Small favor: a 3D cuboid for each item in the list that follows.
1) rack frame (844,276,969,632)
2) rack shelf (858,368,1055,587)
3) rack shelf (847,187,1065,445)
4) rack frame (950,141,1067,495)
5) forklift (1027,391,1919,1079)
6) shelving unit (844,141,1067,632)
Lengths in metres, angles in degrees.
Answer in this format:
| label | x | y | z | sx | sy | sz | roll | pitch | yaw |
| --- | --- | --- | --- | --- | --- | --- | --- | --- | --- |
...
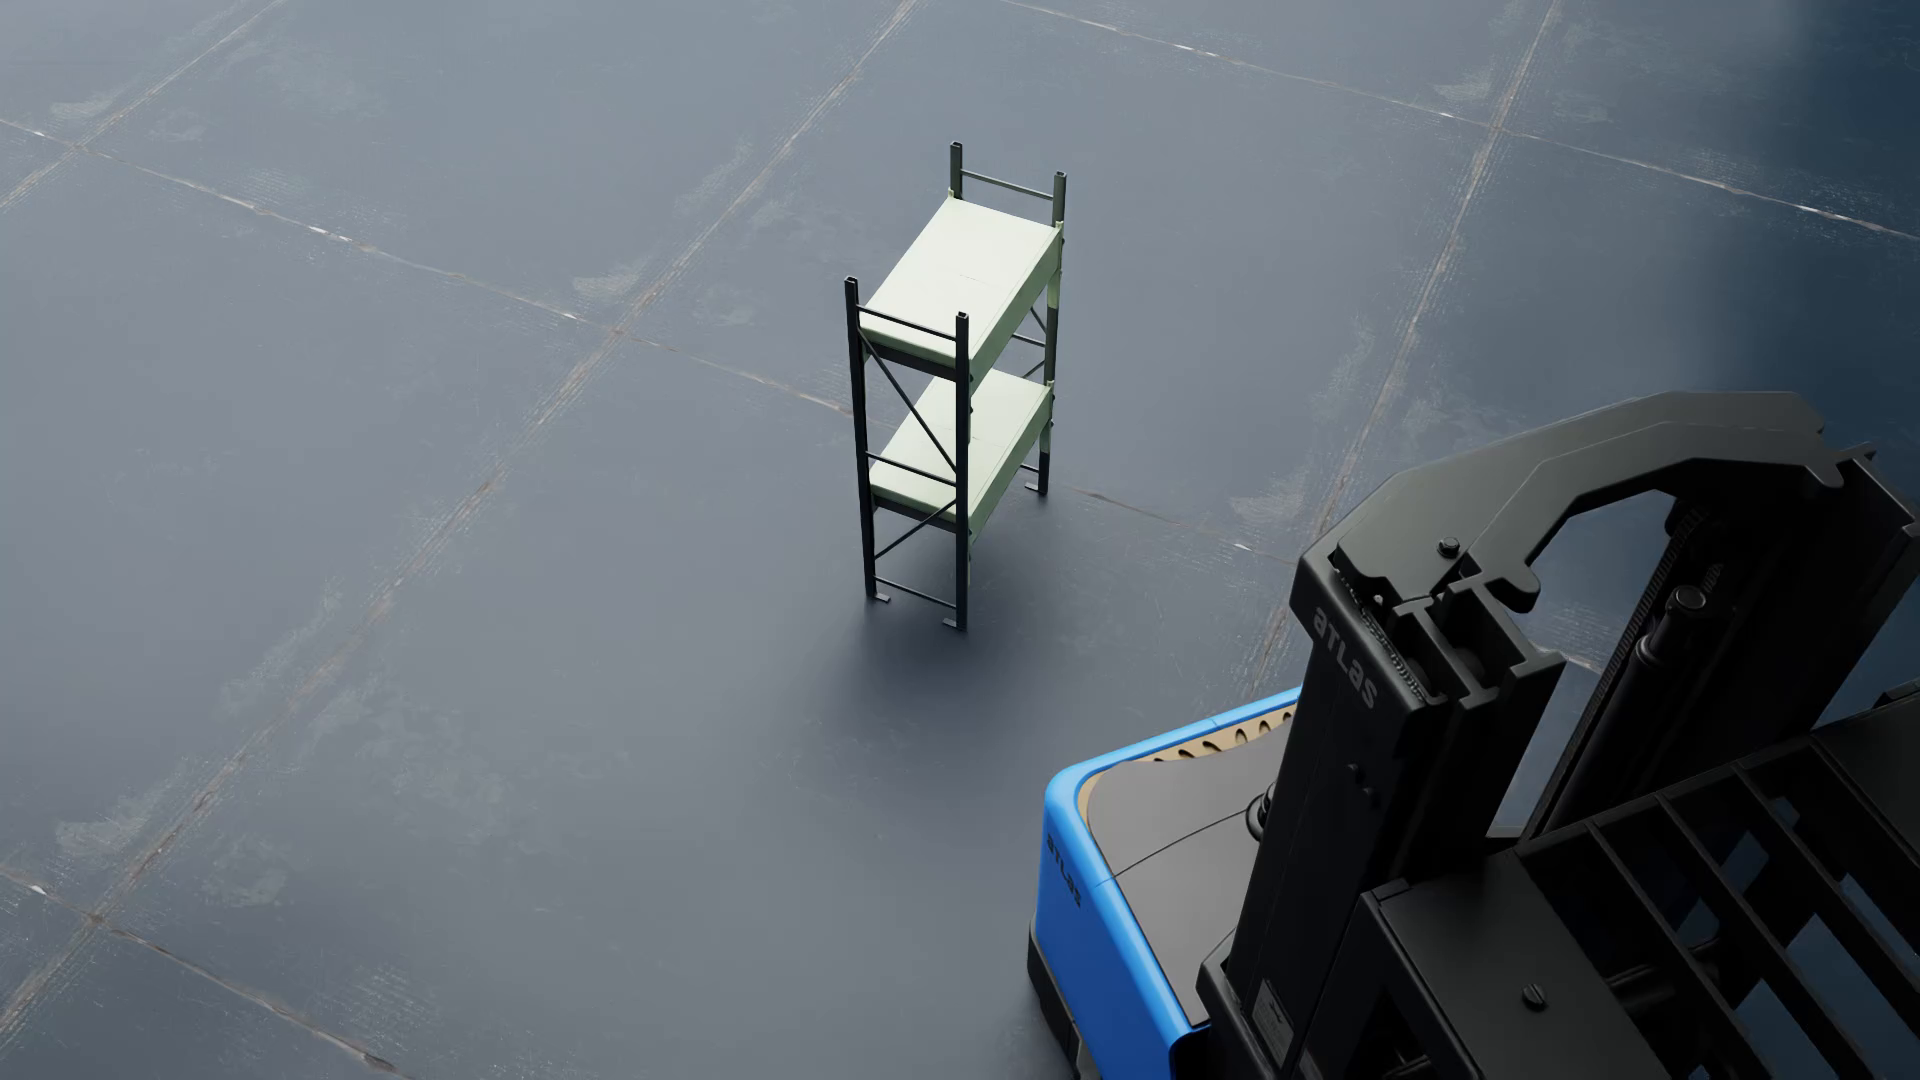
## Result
| label | x | y | z | sx | sy | sz | roll | pitch | yaw |
| --- | --- | --- | --- | --- | --- | --- | --- | --- | --- |
| rack frame | -0.159 | -0.229 | 5.460 | 0.400 | 1.500 | 0.023 | 20 | 52 | 16 |
| rack shelf | -0.003 | -0.270 | 5.923 | 0.431 | 0.370 | 0.720 | 20 | 52 | 16 |
| rack shelf | -0.003 | -0.734 | 5.378 | 0.431 | 0.370 | 0.720 | 20 | 52 | 16 |
| rack frame | 0.154 | -0.733 | 5.889 | 0.400 | 1.500 | 0.023 | 20 | 52 | 16 |
| forklift | 1.224 | 1.265 | 3.249 | 1.130 | 2.935 | 3.031 | -17 | 52 | -14 |
| shelving unit | -0.003 | -0.481 | 5.675 | 0.431 | 1.500 | 0.755 | 20 | 52 | 16 |
